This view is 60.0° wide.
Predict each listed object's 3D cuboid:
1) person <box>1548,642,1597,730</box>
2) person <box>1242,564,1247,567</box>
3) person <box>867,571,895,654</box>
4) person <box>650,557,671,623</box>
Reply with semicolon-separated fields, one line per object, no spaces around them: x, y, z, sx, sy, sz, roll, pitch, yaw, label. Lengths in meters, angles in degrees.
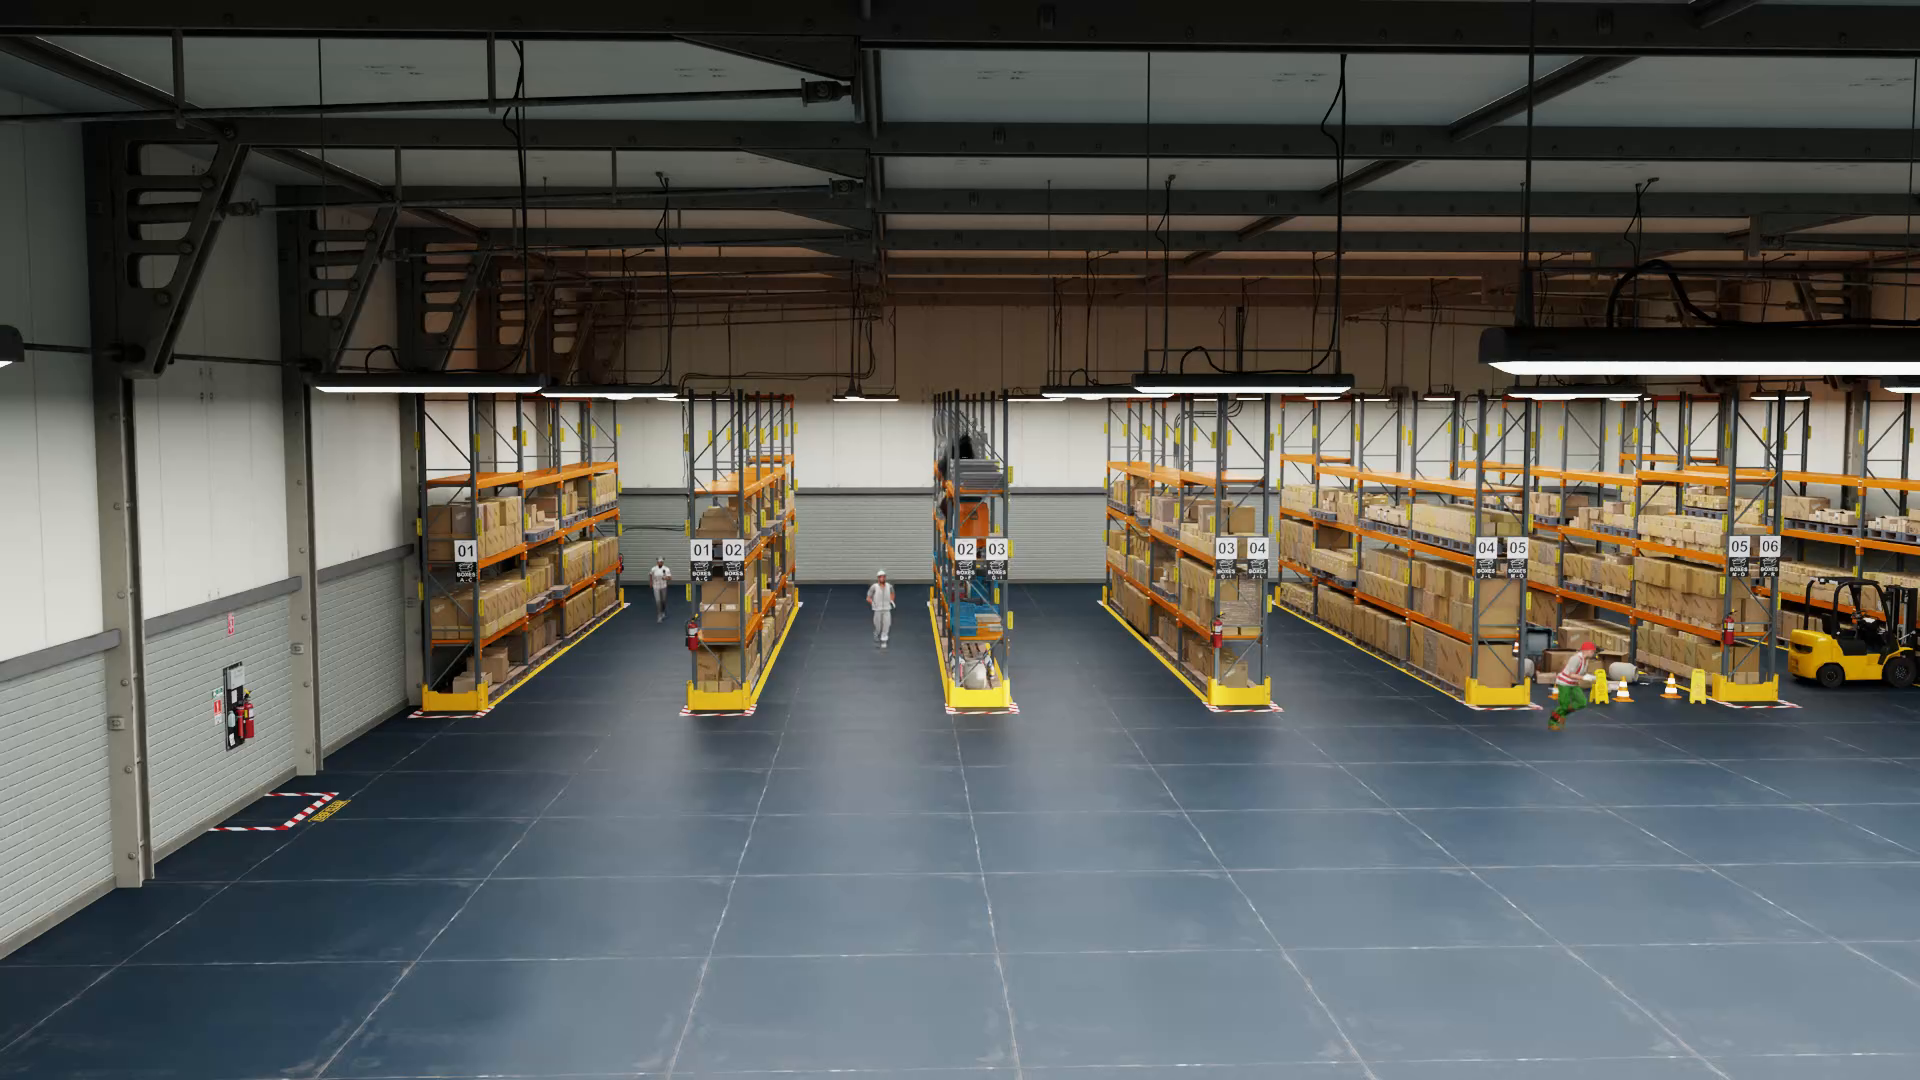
10.727;2.548;29.019;0.895;1.608;0.701;5;7;45;person
7.738;1.109;46.006;0.669;1.733;0.760;-1;5;-7;person
-1.717;1.568;36.622;0.657;1.786;0.863;-1;5;-15;person
-7.895;1.283;43.863;0.559;1.716;0.885;-1;5;-13;person
